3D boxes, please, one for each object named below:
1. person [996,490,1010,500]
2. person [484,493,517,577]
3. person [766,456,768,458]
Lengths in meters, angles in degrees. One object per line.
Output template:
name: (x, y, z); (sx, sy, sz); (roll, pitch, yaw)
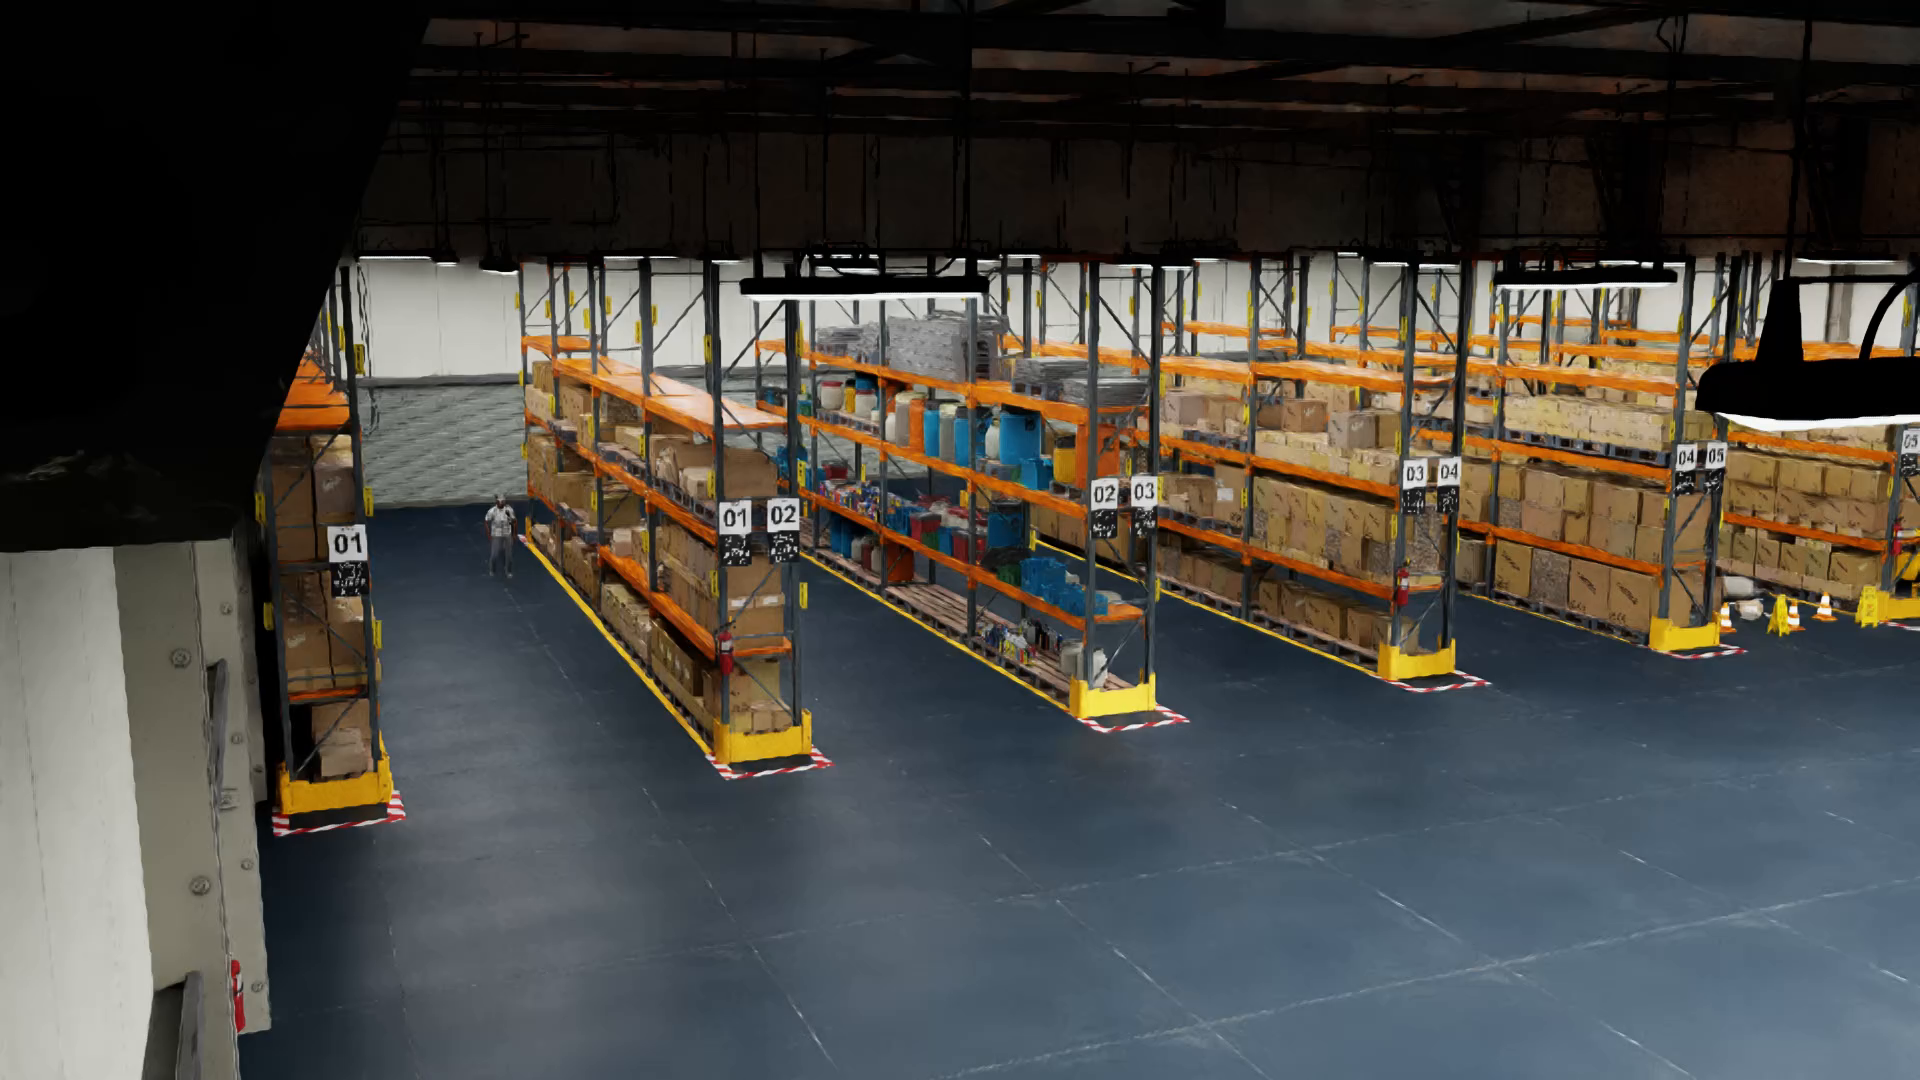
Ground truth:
person: (0.771, -0.140, 29.578); (0.538, 1.663, 1.028); (-6, 12, -30)
person: (-8.586, -0.095, 31.090); (0.571, 1.625, 0.531); (-5, 11, -24)
person: (-4.259, -1.000, 35.610); (0.796, 1.763, 0.715); (5, 12, 27)
